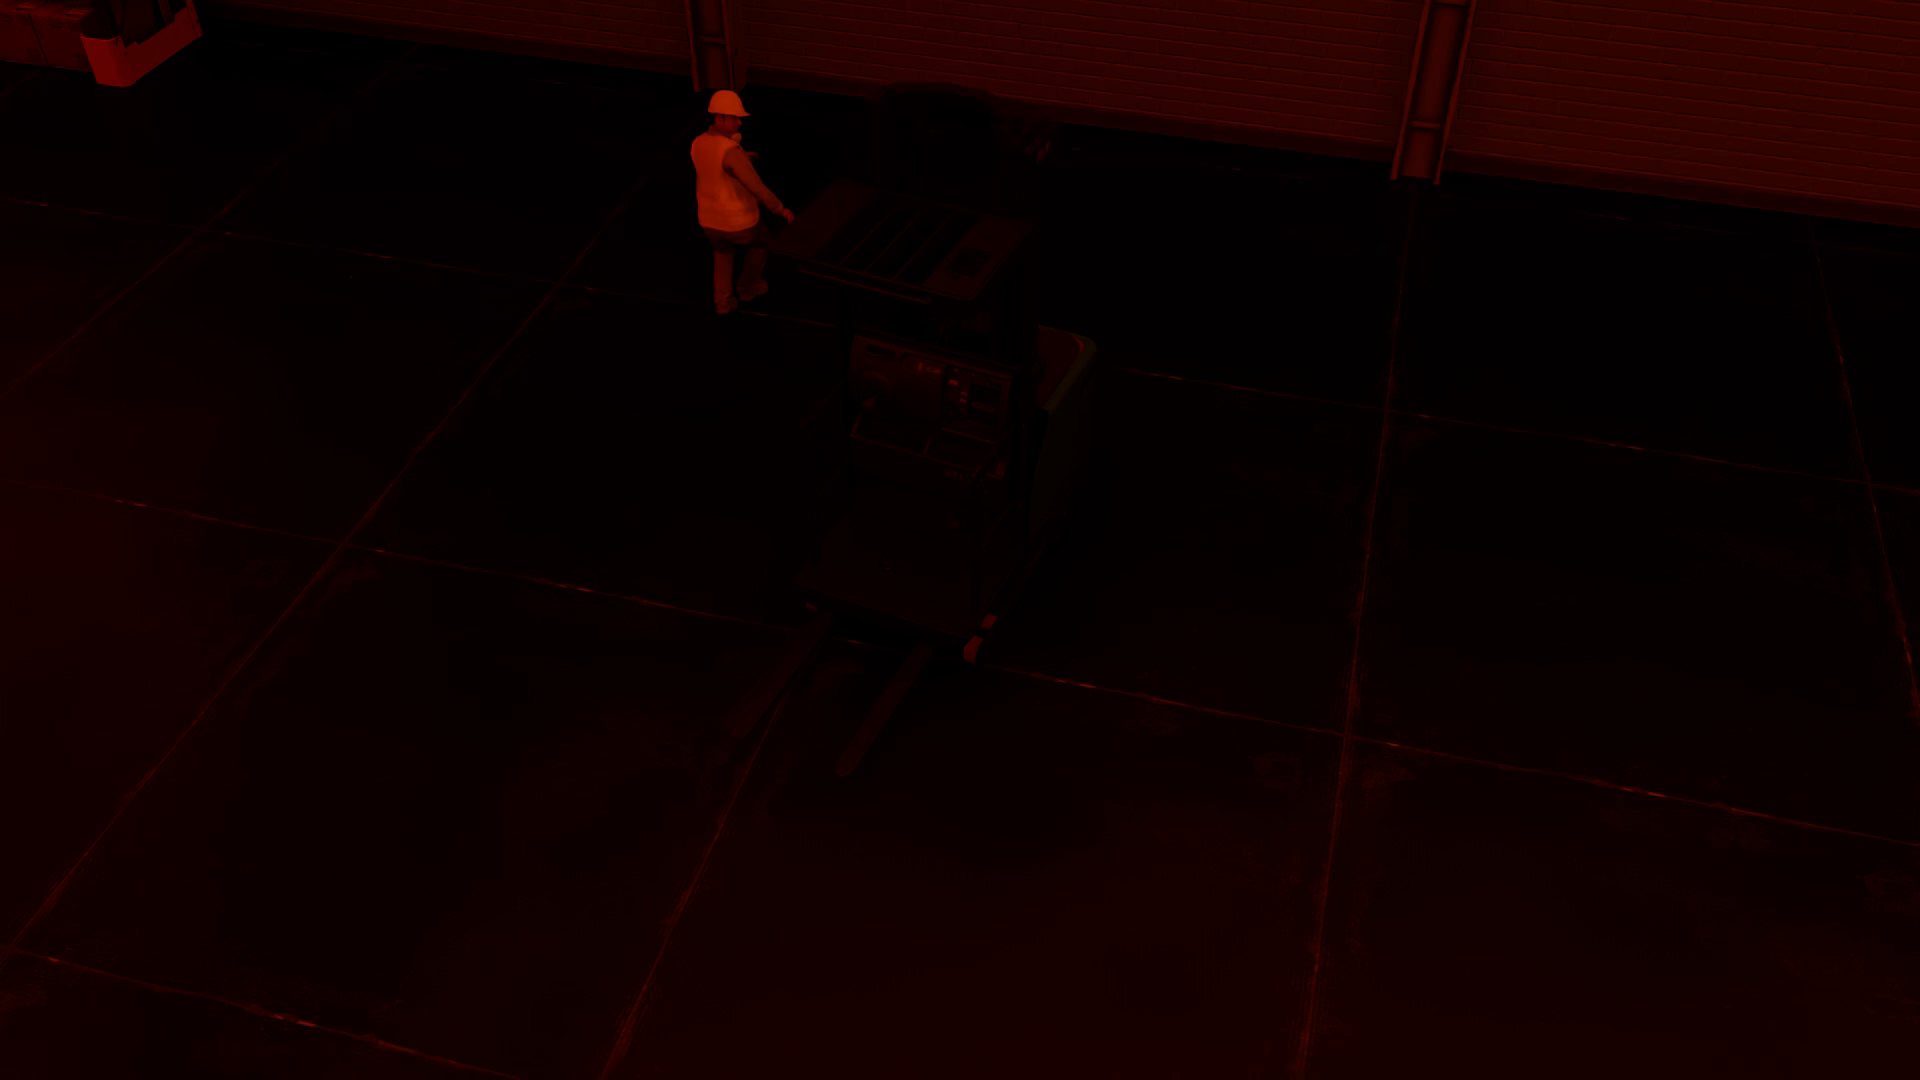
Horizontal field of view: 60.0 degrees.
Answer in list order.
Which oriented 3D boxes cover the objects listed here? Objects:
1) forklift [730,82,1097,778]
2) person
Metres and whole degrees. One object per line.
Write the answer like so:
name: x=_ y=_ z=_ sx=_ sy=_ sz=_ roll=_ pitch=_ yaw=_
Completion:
forklift: x=-0.252 y=-0.735 z=8.701 sx=1.130 sy=2.935 sz=3.031 roll=17 pitch=44 yaw=18
person: x=-1.465 y=-2.324 z=11.497 sx=0.856 sy=1.642 sz=0.815 roll=19 pitch=45 yaw=20
